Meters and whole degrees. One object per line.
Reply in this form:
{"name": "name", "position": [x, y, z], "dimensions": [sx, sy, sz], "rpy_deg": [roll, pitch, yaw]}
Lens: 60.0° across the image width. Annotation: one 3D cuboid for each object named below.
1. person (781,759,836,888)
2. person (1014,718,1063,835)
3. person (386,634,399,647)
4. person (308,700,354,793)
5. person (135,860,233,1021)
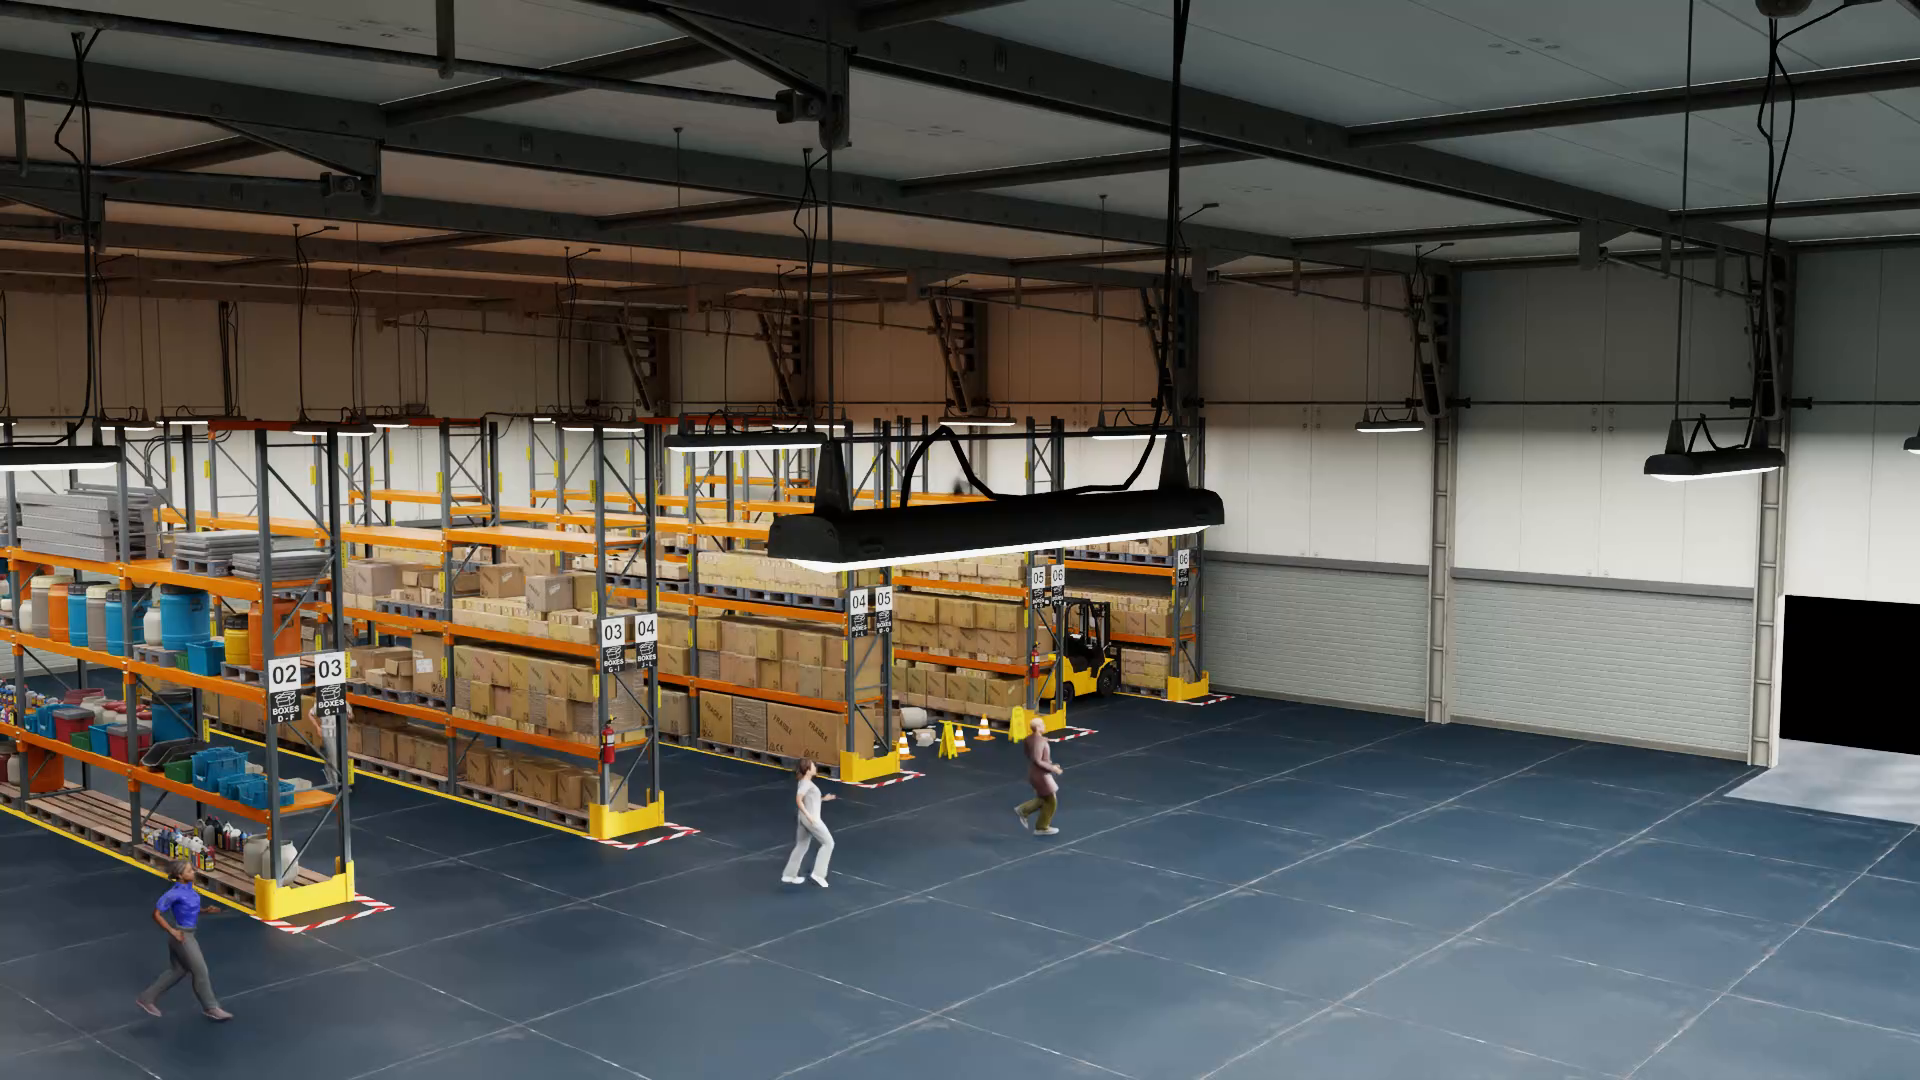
{"name": "person", "position": [-1.957, 3.699, 21.660], "dimensions": [0.716, 1.717, 0.536], "rpy_deg": [-2, 5, -24]}
{"name": "person", "position": [1.132, 3.449, 24.271], "dimensions": [0.669, 1.724, 0.707], "rpy_deg": [-1, 5, -9]}
{"name": "person", "position": [-13.743, 2.138, 40.299], "dimensions": [0.649, 1.698, 0.651], "rpy_deg": [4, 6, 37]}
{"name": "person", "position": [-10.184, 3.172, 27.091], "dimensions": [0.989, 1.768, 0.662], "rpy_deg": [4, 6, 36]}
{"name": "person", "position": [-7.923, 4.138, 16.929], "dimensions": [0.922, 1.584, 0.576], "rpy_deg": [-2, 5, -18]}
